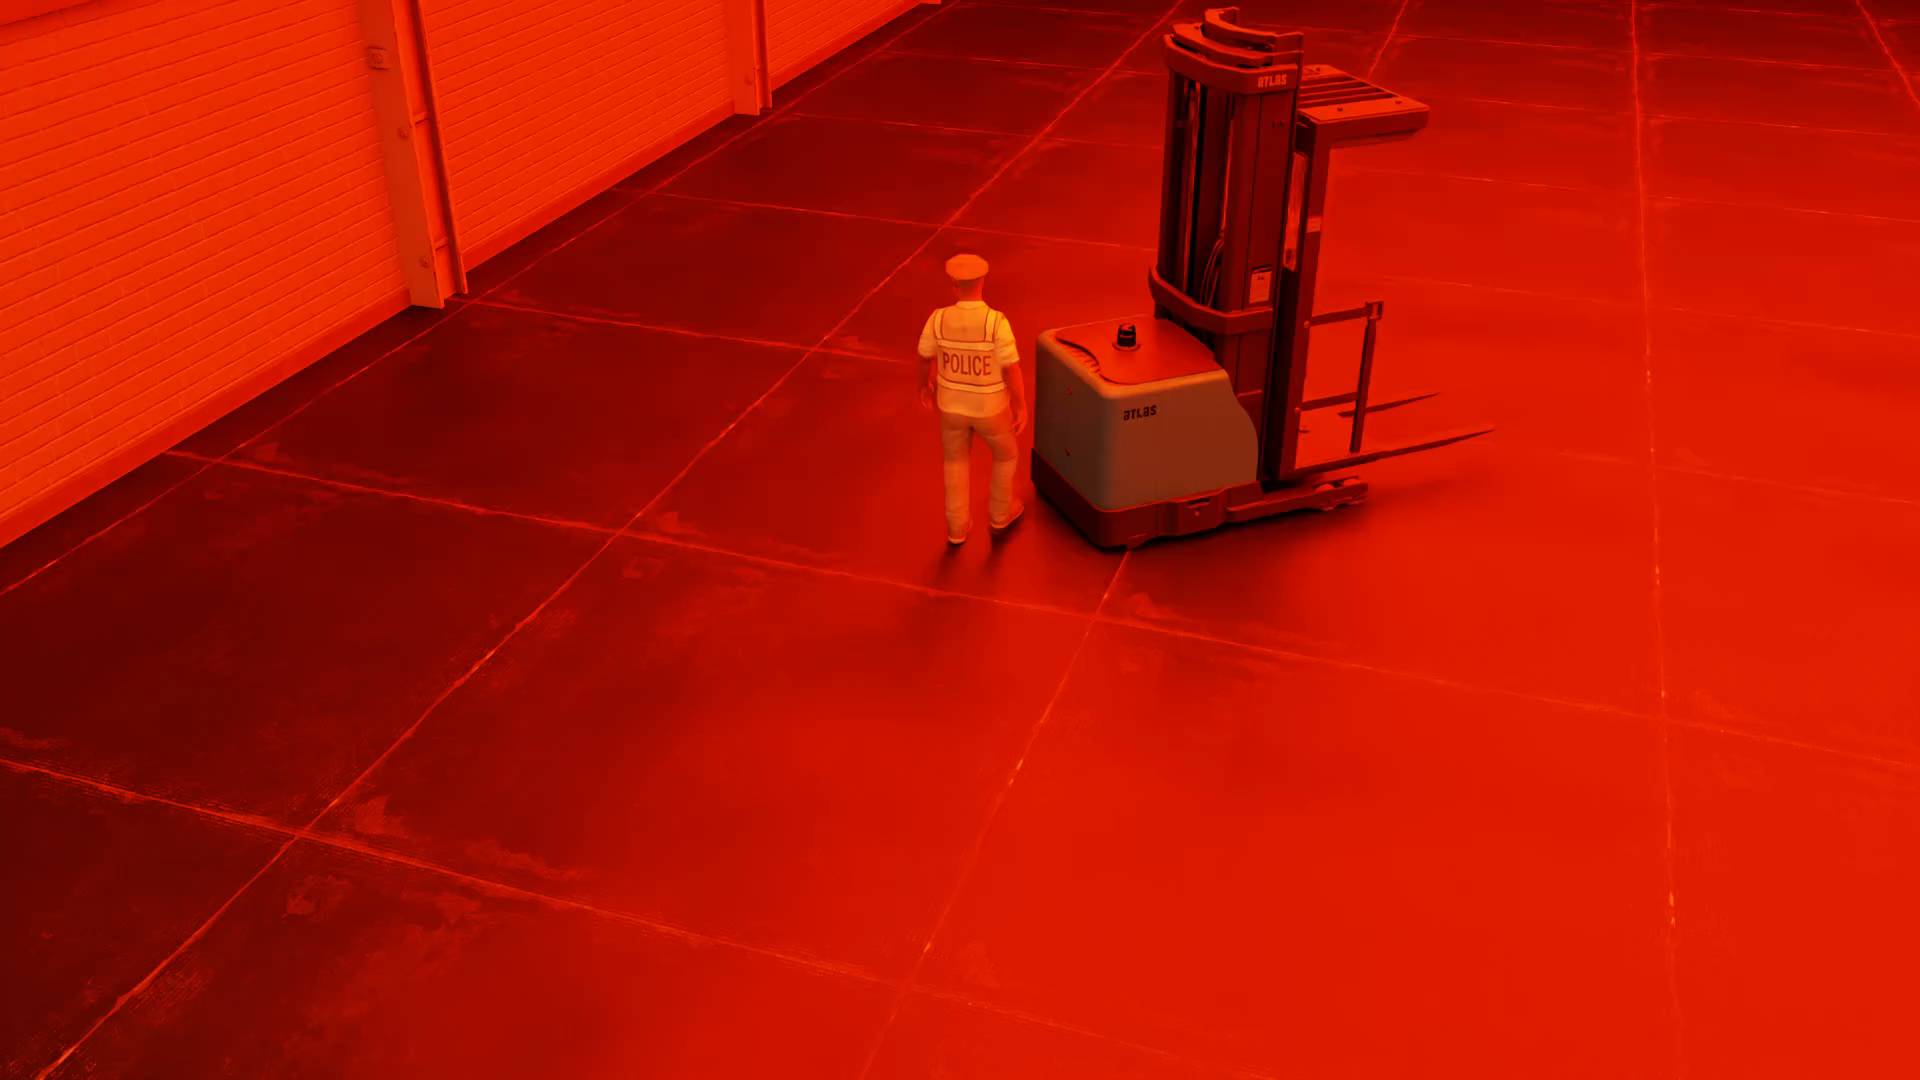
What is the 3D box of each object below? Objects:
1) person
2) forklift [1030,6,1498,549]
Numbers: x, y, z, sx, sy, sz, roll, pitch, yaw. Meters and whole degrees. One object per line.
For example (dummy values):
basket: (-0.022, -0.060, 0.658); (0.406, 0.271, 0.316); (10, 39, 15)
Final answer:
person: (0.090, -0.853, 9.833); (0.691, 1.742, 0.579); (7, 31, 13)
forklift: (2.017, -1.683, 10.089); (3.031, 2.935, 1.130); (-12, 32, -20)
